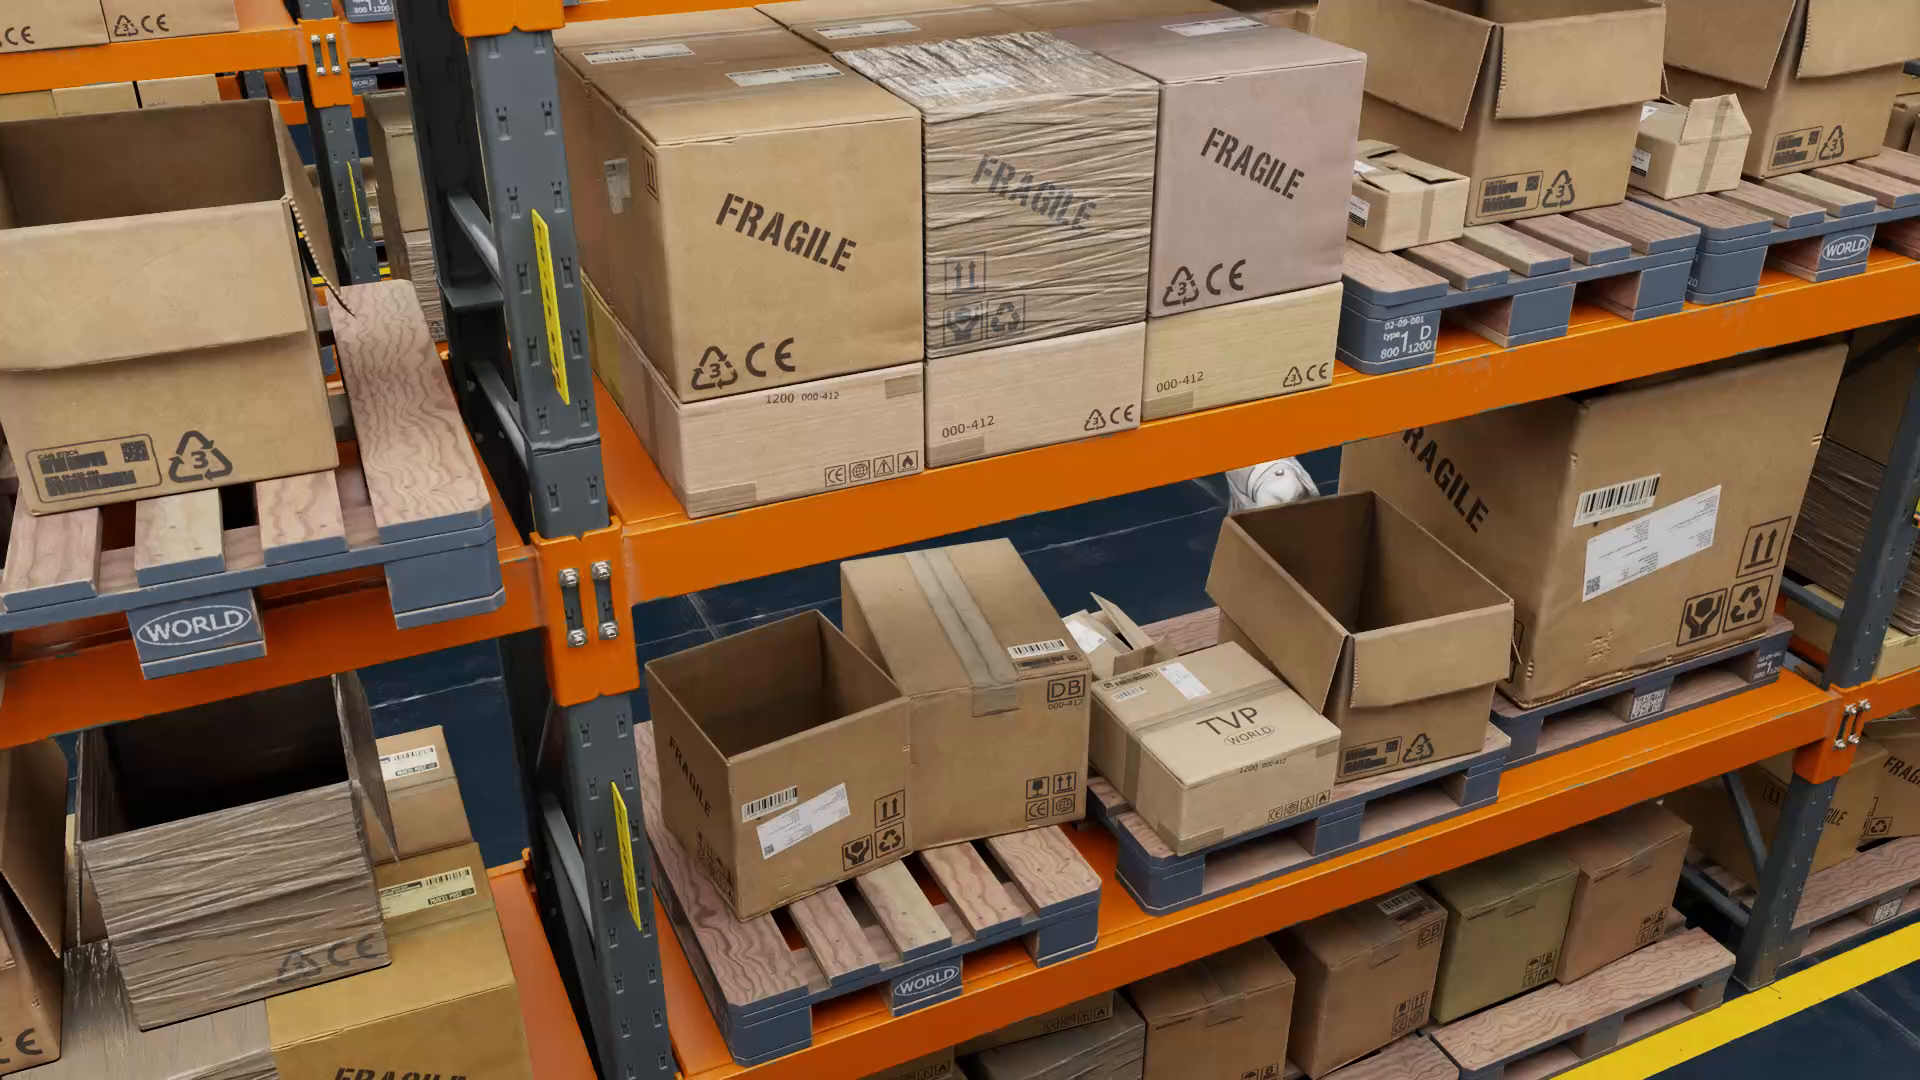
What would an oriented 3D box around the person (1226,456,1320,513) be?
[{"bbox_3d":[1.333,0.131,6.898,0.593,1.747,0.600,-5,30,-9],"label":"person"}]
